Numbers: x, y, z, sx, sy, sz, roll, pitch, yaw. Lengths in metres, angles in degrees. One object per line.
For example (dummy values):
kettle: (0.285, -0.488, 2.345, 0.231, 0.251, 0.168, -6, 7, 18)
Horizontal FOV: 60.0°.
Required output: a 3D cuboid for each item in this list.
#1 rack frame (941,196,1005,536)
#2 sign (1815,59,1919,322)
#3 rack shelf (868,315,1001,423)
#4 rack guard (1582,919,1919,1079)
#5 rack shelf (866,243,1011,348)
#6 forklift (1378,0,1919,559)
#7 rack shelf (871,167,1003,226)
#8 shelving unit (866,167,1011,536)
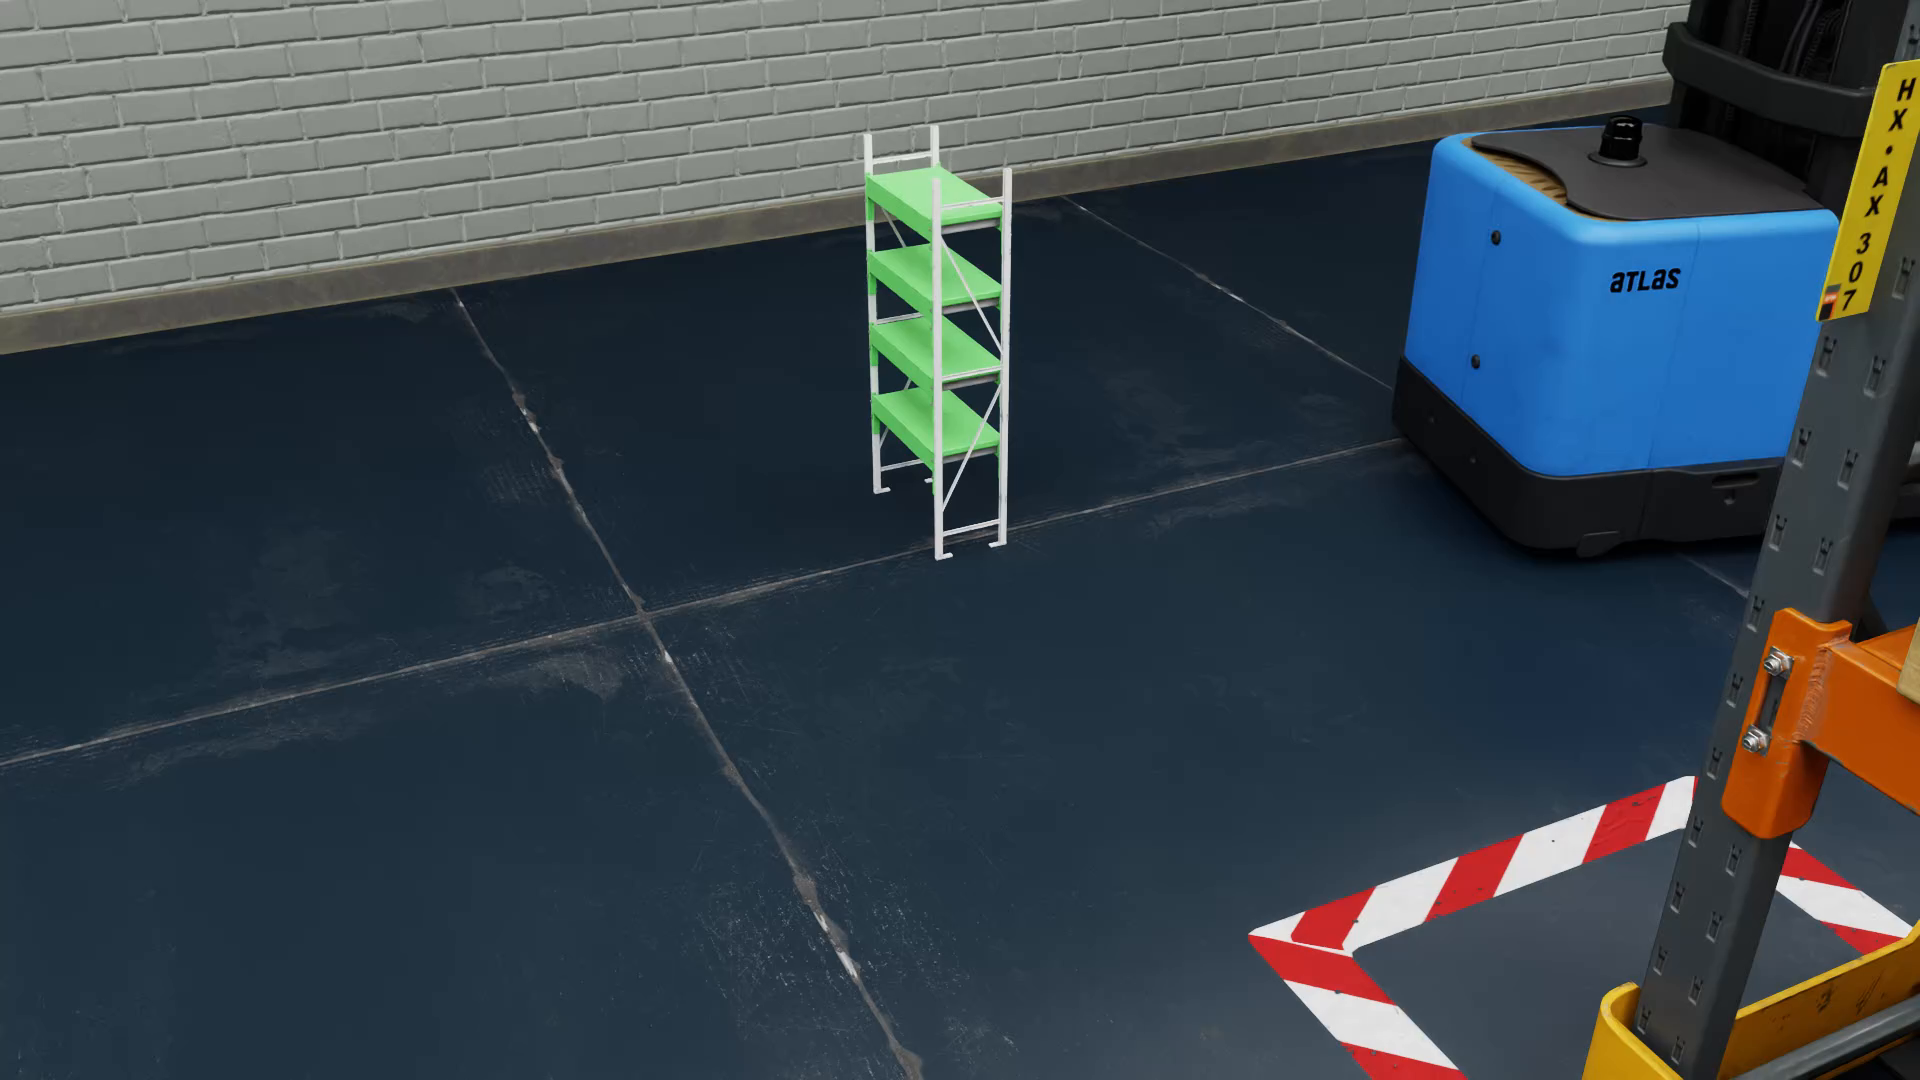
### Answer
rack frame: (0.034, -0.489, 4.895, 0.228, 1.046, 0.006, -13, 32, -22)
sign: (1.140, -0.431, 2.067, 0.100, 0.325, 0.005, -13, 32, -22)
rack shelf: (-0.071, -0.541, 5.118, 0.258, 0.148, 0.480, -13, 32, -22)
rack guard: (1.663, 0.956, 3.033, 1.175, 0.500, 0.348, -13, 32, -22)
rack shelf: (-0.071, -0.750, 5.001, 0.258, 0.148, 0.480, -13, 32, -22)
forklift: (3.041, -1.565, 5.045, 3.031, 2.935, 1.130, -5, 30, -10)
rack shelf: (-0.071, -1.006, 4.857, 0.221, 0.021, 0.457, -13, 32, -22)
shelving unit: (-0.070, -0.595, 5.084, 0.258, 1.046, 0.487, -13, 32, -22)
